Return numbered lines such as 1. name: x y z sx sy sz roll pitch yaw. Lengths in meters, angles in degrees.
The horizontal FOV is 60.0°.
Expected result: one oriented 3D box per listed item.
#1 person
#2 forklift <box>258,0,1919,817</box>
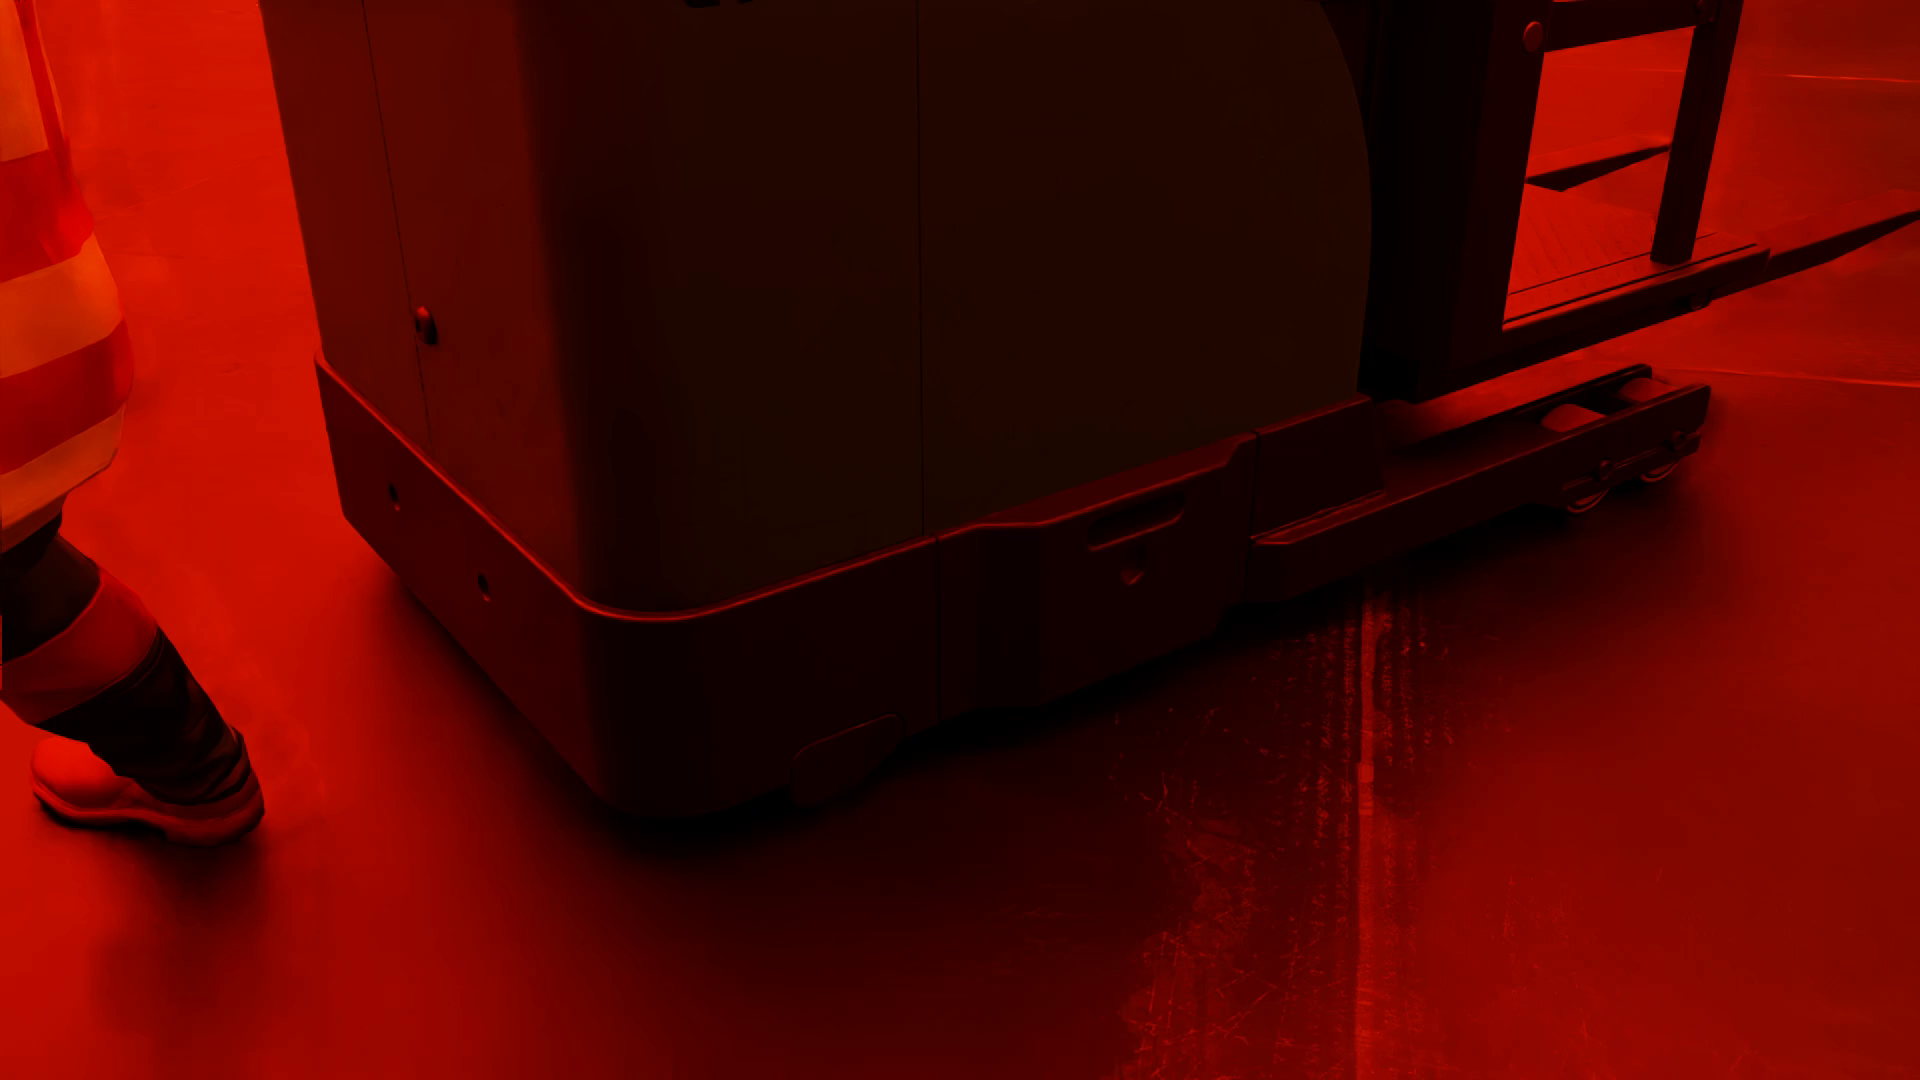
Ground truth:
1. person: -0.955 -0.168 1.148 0.749 1.520 1.025 9 28 17
2. forklift: 0.584 -1.524 2.266 3.031 2.935 1.130 -18 32 -32
